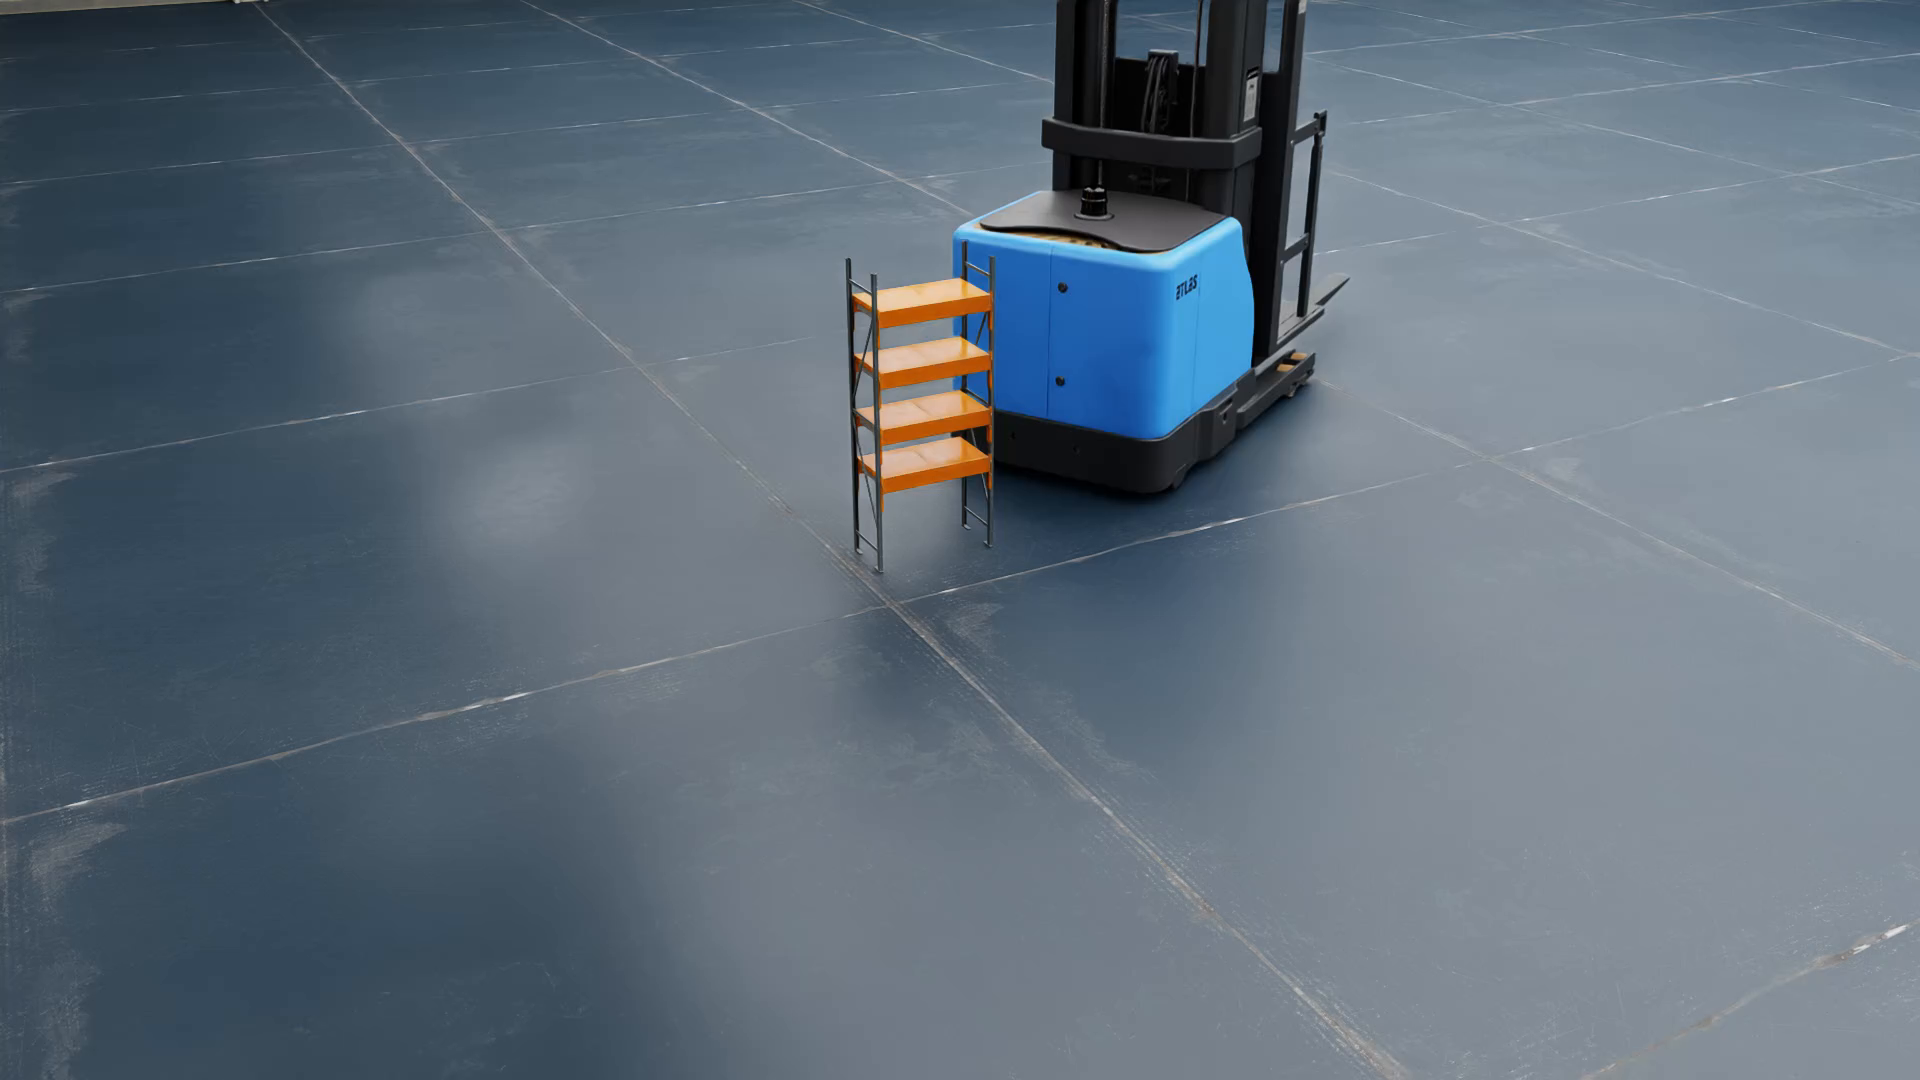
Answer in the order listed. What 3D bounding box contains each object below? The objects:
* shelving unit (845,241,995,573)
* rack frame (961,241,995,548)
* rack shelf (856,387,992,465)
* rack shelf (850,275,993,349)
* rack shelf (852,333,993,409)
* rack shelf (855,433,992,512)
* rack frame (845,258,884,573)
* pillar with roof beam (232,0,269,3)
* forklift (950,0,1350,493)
[{"bbox_3d":[-0.146,-0.507,6.420,0.503,1.200,0.258,-13,29,-25],"label":"shelving unit"},{"bbox_3d":[0.069,-0.557,6.524,0.015,1.200,0.240,-13,29,-25],"label":"rack frame"},{"bbox_3d":[-0.146,-0.447,6.449,0.480,0.148,0.258,-13,29,-25],"label":"rack shelf"},{"bbox_3d":[-0.146,-0.861,6.250,0.480,0.148,0.258,-13,29,-25],"label":"rack shelf"},{"bbox_3d":[-0.146,-0.648,6.352,0.480,0.148,0.258,-13,29,-25],"label":"rack shelf"},{"bbox_3d":[-0.146,-0.268,6.535,0.480,0.148,0.258,-13,29,-25],"label":"rack shelf"},{"bbox_3d":[-0.361,-0.457,6.317,0.015,1.200,0.240,-13,29,-25],"label":"rack frame"},{"bbox_3d":[-6.856,-9.163,15.437,0.400,9.000,9.100,-13,29,-25],"label":"pillar with roof beam"},{"bbox_3d":[1.132,-2.115,7.769,1.130,2.935,3.031,14,29,27],"label":"forklift"}]
